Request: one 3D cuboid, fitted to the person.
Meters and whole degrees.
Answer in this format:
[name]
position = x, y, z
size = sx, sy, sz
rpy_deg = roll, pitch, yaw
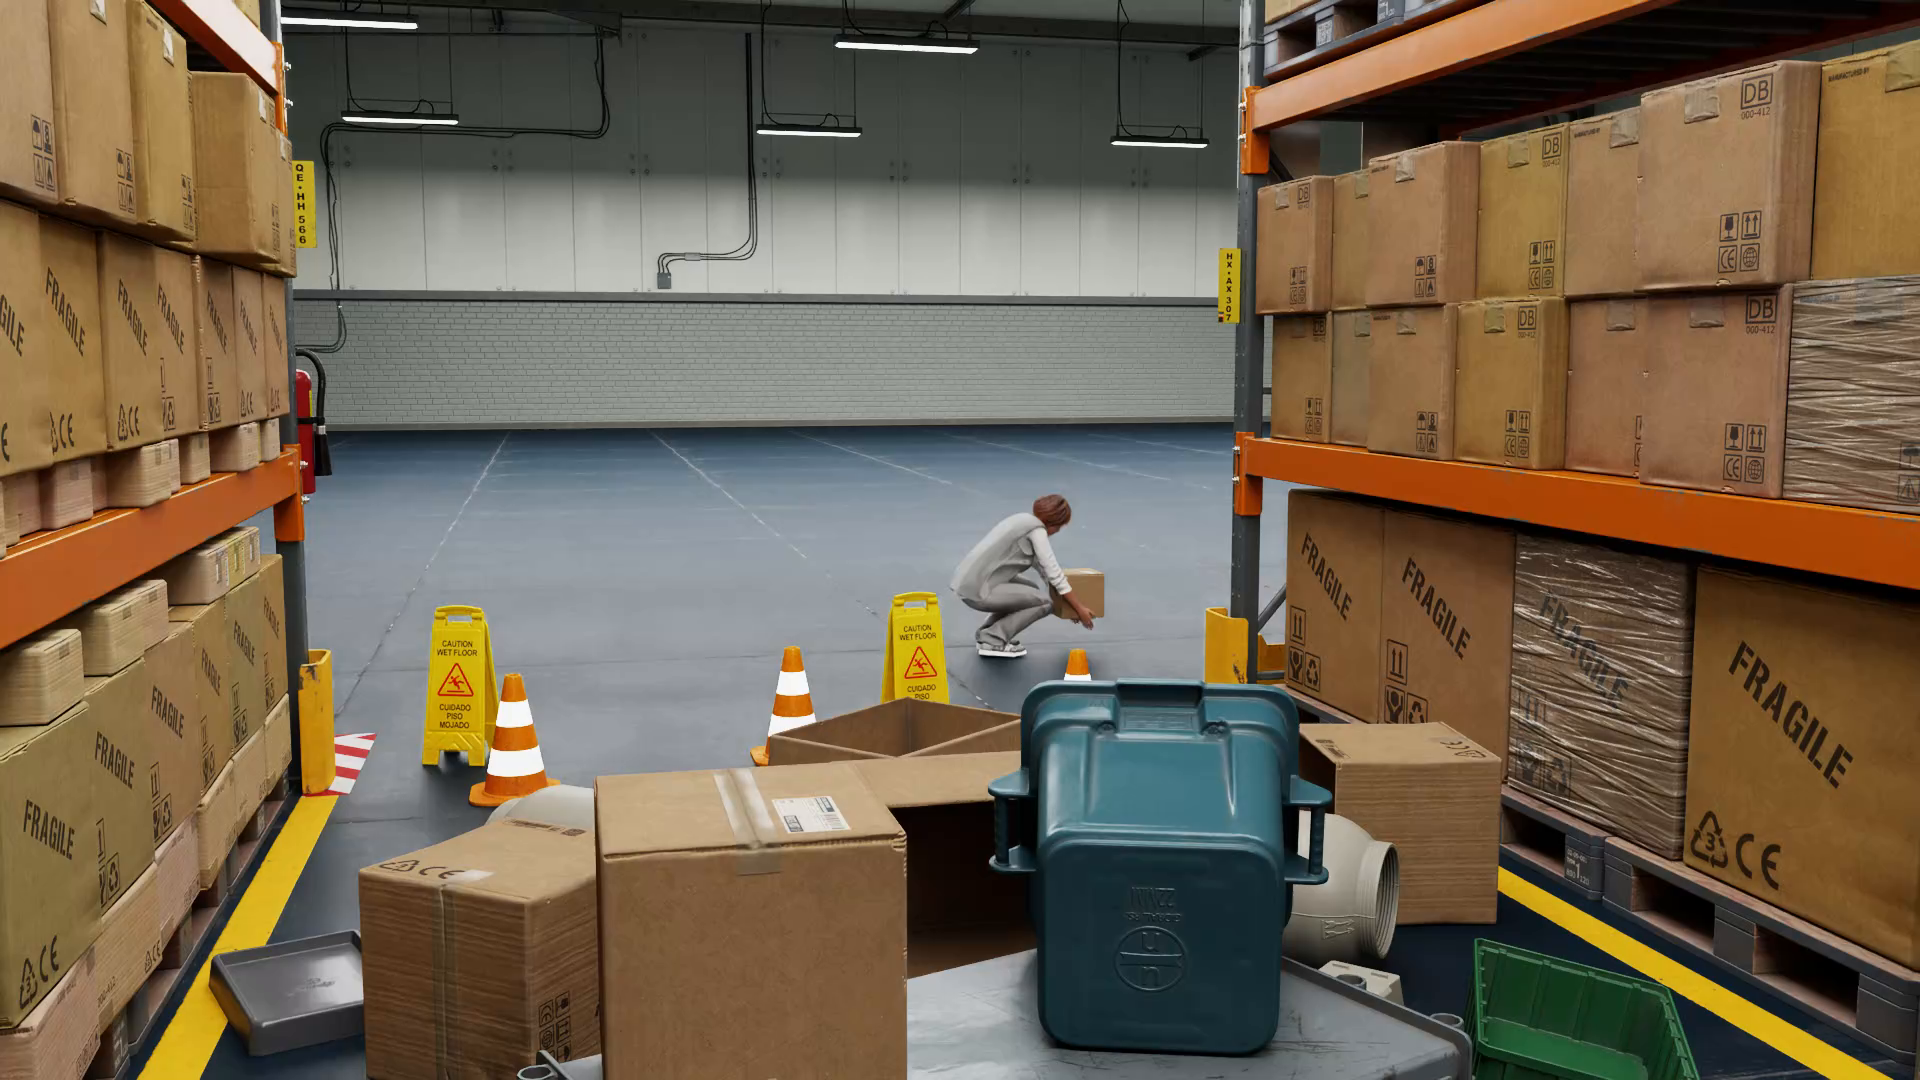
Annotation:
[person]
position = 0.343, 0.195, 9.329
size = 0.810, 0.900, 0.435
rpy_deg = -2, 7, -14
